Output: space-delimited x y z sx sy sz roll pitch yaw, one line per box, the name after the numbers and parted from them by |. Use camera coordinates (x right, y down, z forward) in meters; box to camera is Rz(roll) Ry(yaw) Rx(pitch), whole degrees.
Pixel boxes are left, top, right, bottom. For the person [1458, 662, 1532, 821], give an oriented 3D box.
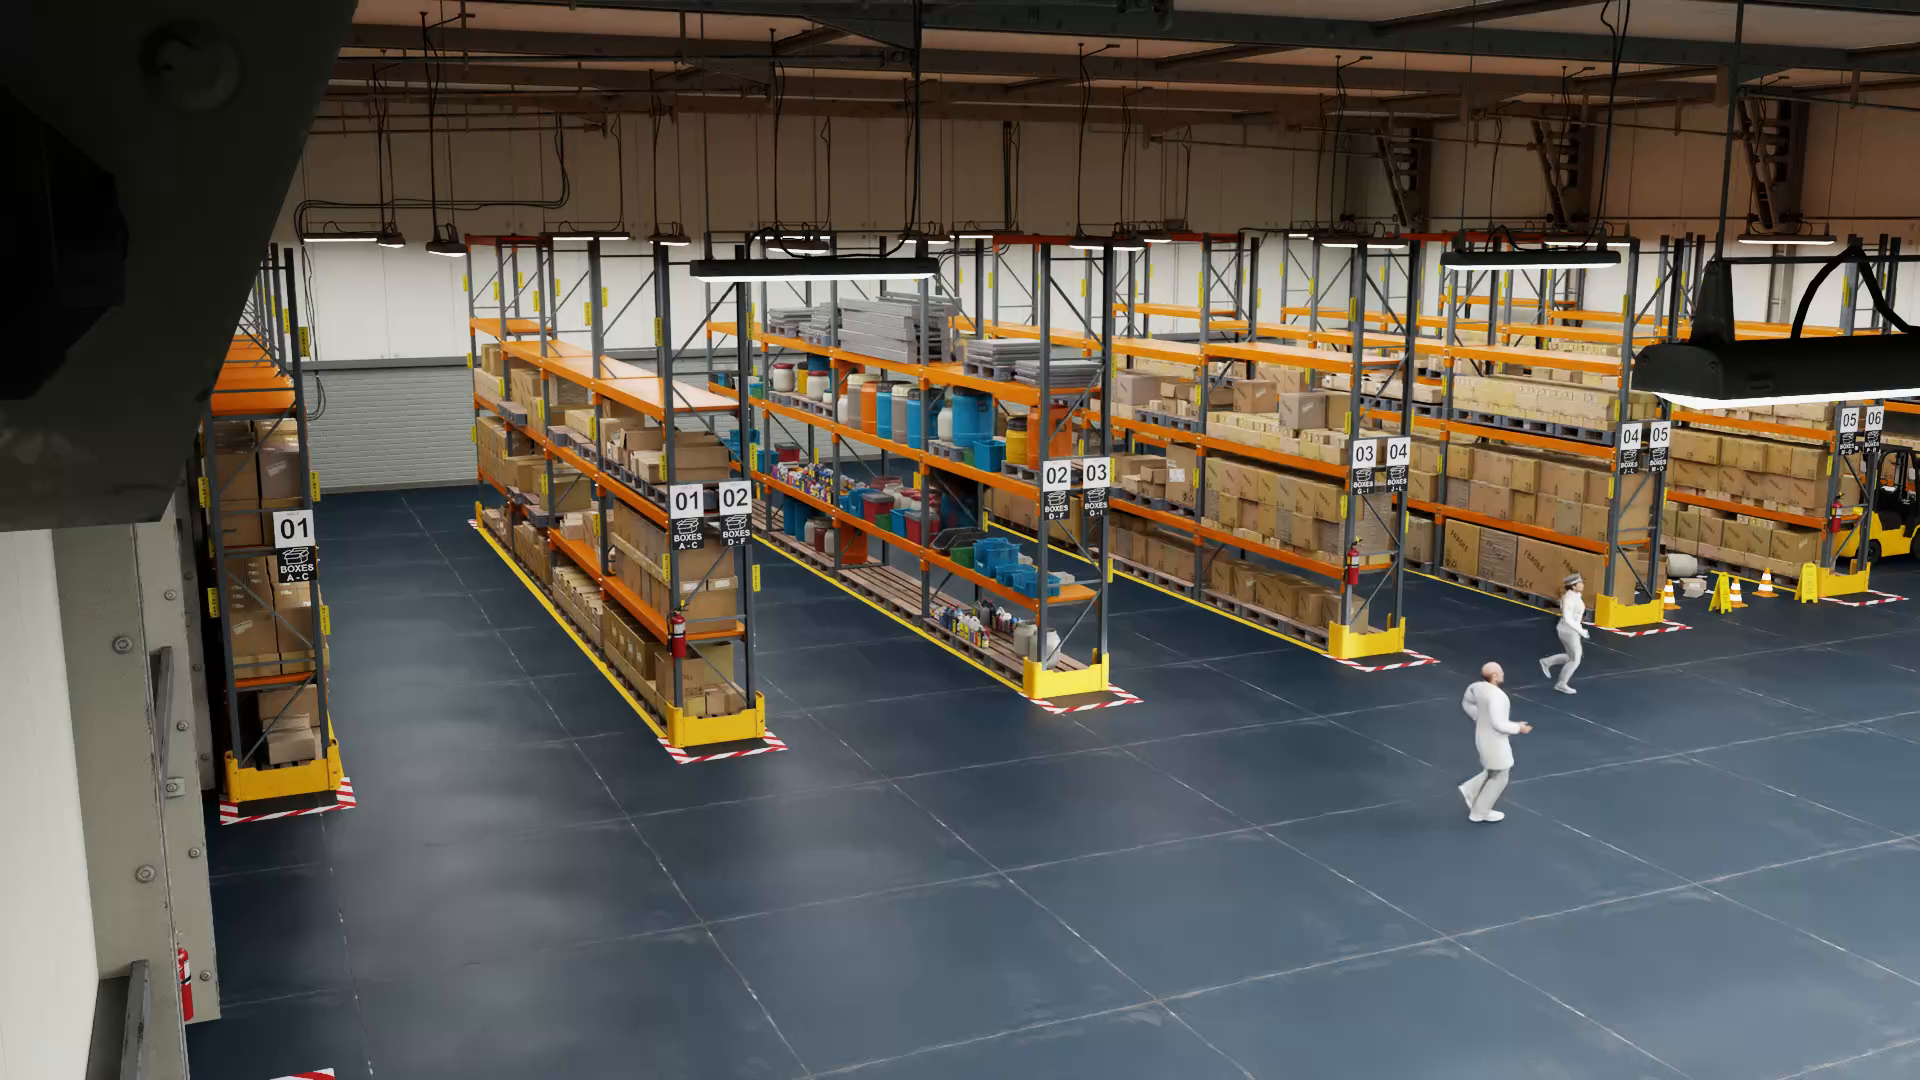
5.654 2.126 17.584 0.651 1.729 0.703 -1 11 -4 | person

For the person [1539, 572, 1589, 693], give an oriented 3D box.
8.178 1.239 22.446 0.598 1.674 0.636 4 12 21 | person

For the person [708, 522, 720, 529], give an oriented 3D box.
-4.441 -0.234 29.693 0.662 1.767 0.633 -7 13 -34 | person
